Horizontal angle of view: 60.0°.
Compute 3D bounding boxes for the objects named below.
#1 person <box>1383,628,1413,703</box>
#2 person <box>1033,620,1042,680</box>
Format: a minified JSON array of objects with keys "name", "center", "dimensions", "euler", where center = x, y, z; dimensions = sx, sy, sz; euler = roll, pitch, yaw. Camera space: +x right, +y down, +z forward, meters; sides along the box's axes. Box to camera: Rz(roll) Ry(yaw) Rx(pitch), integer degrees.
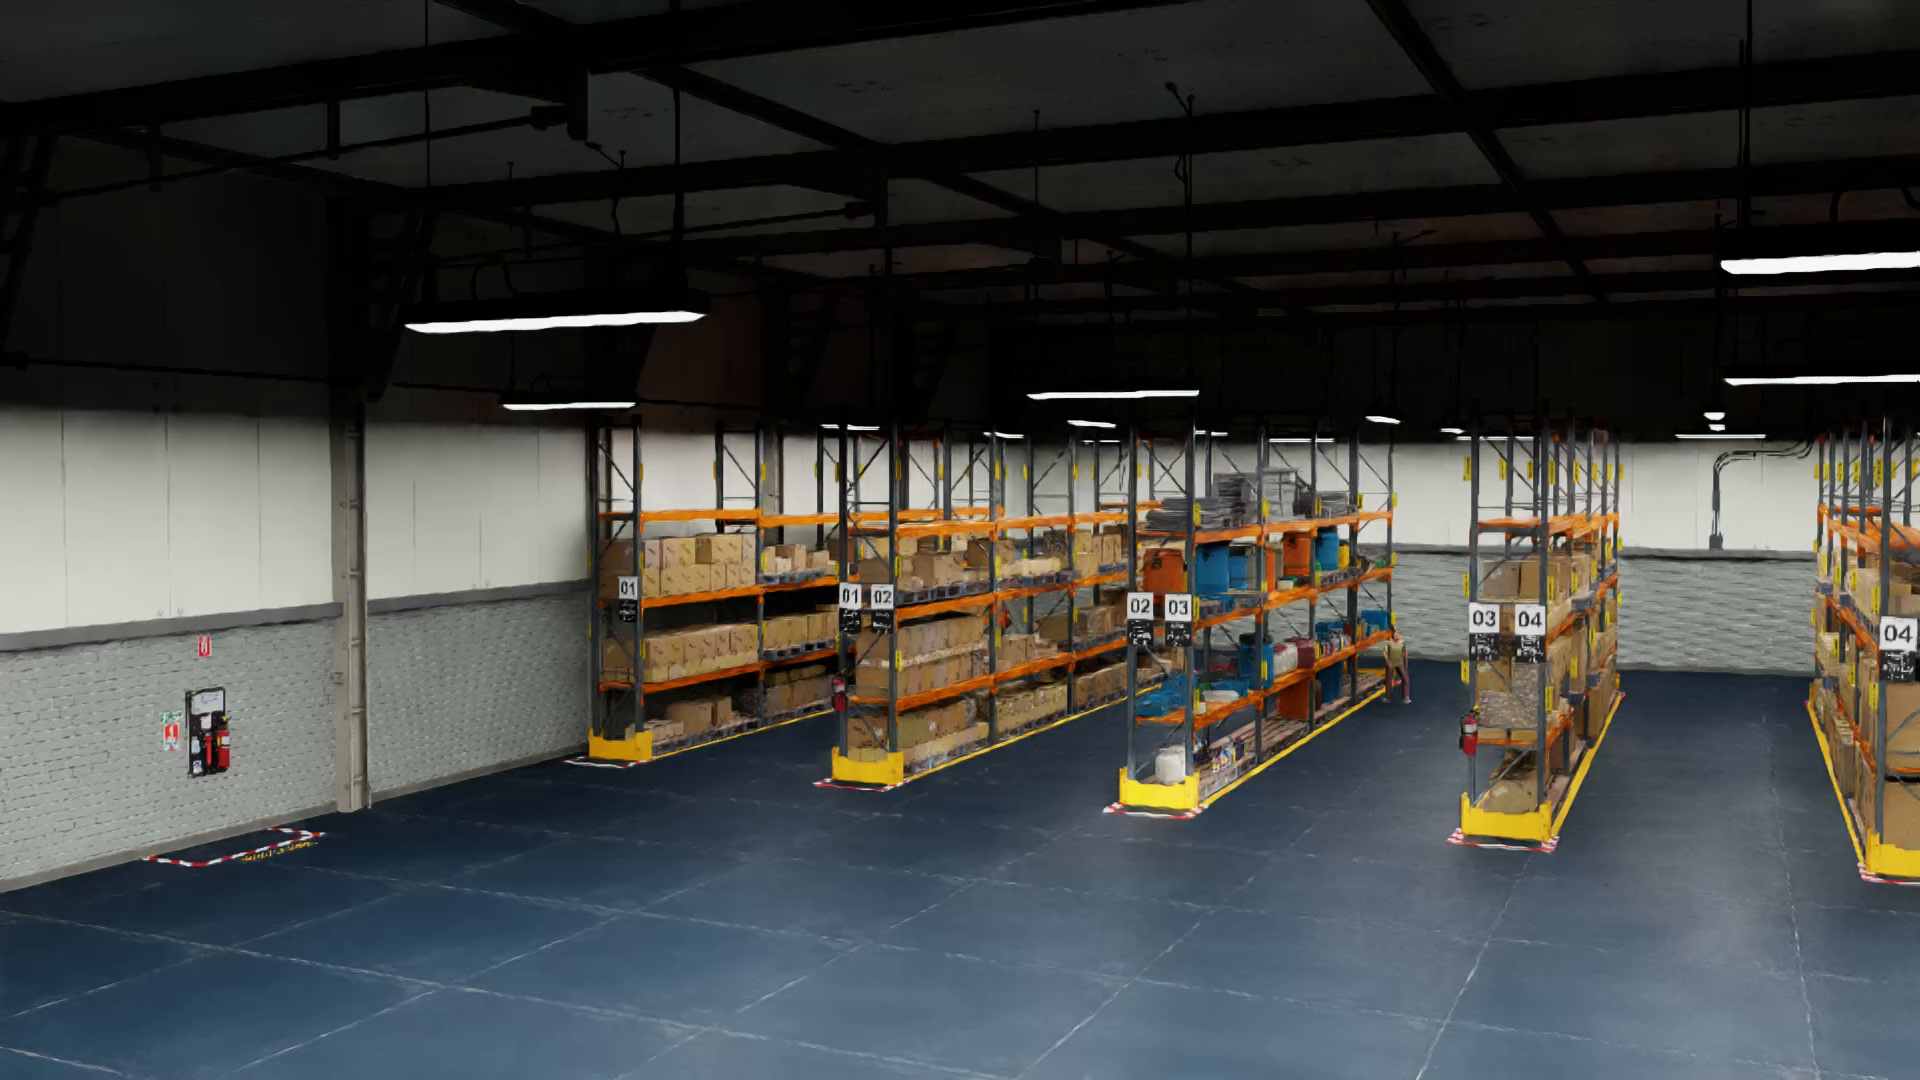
[{"name":"person","center":[9.433,2.709,35.941],"dimensions":[0.585,1.623,0.743],"euler":[0,2,1]},{"name":"person","center":[1.782,2.631,38.232],"dimensions":[0.583,1.612,0.521],"euler":[1,3,23]}]
